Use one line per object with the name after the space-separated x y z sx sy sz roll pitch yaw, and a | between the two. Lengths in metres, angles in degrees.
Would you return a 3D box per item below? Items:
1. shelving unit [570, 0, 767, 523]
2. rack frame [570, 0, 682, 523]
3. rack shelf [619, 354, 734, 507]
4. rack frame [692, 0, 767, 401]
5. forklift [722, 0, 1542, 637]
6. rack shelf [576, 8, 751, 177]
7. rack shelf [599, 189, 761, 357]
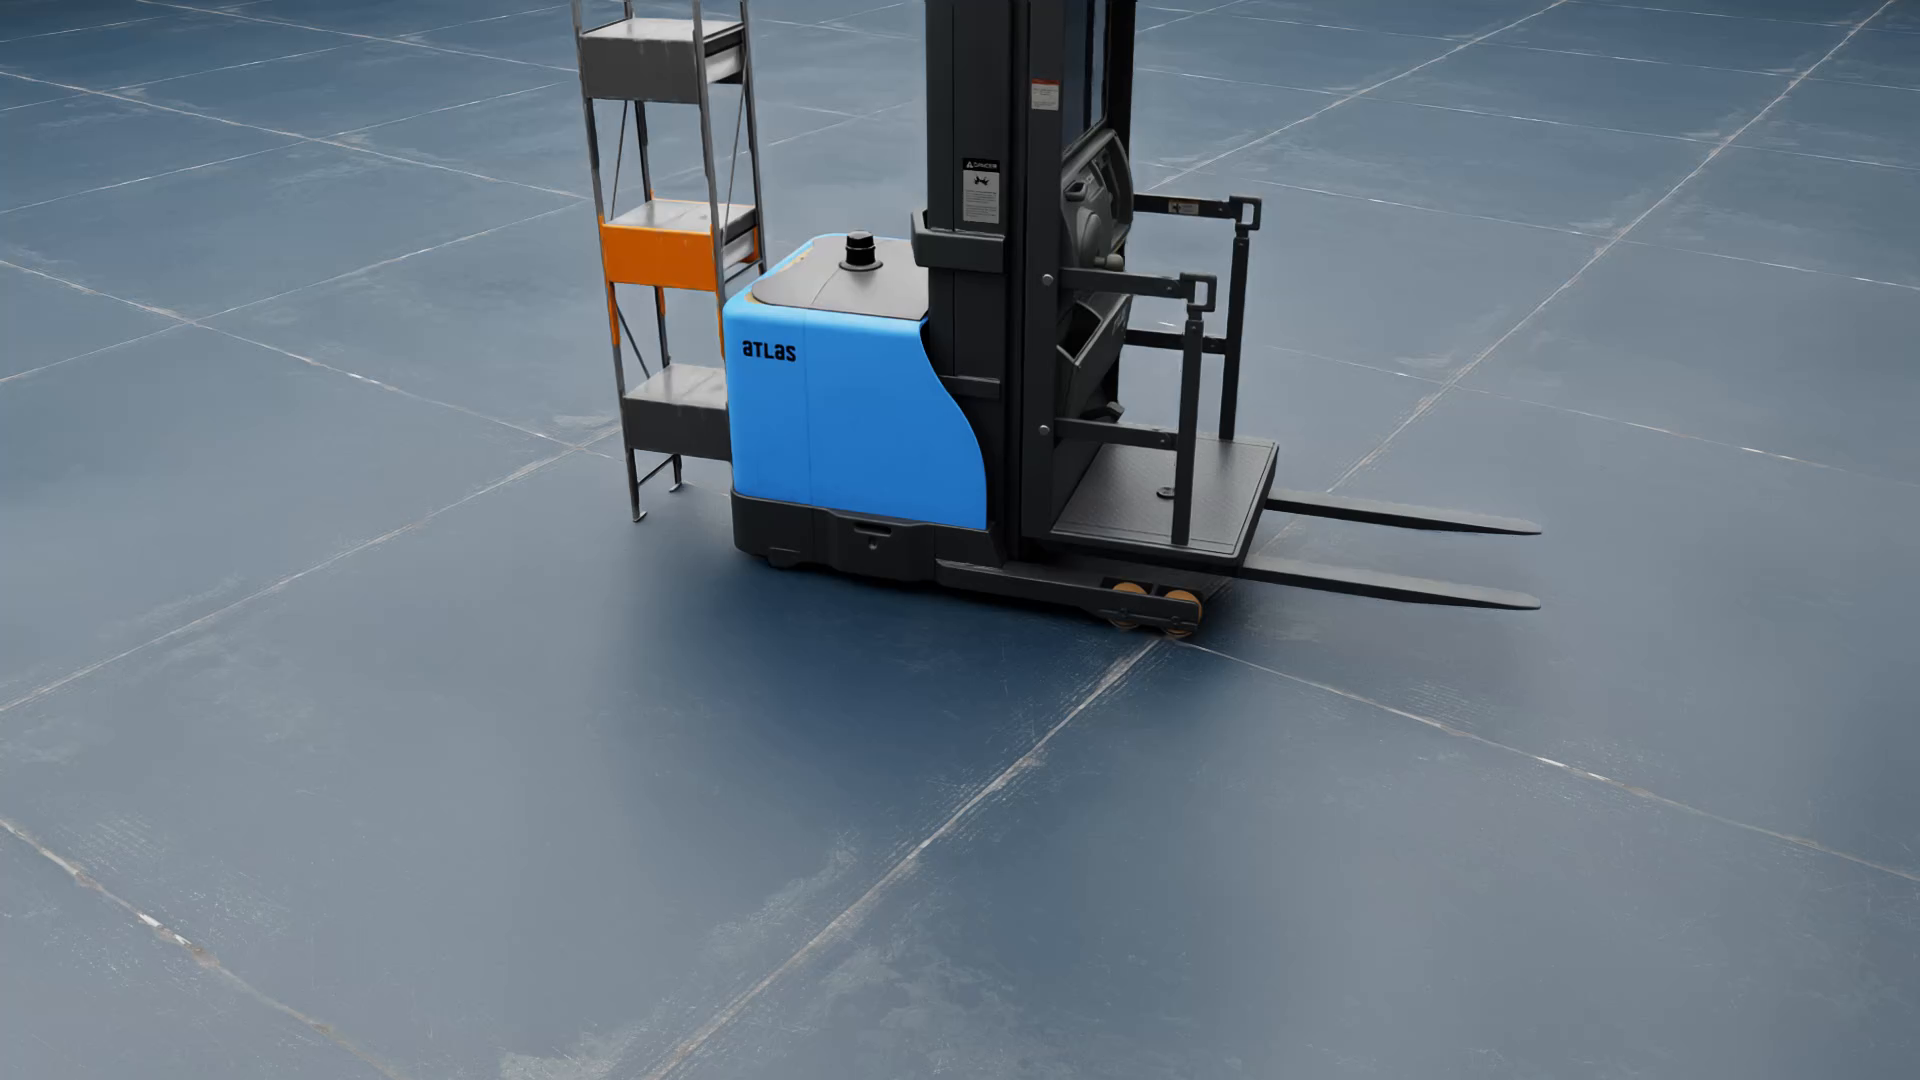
-1.072 -1.065 6.515 0.503 2.100 0.431 8 28 18 | shelving unit
-1.302 -1.097 6.590 0.015 2.100 0.400 8 28 18 | rack frame
-1.057 -0.426 6.834 0.480 0.518 0.431 8 28 18 | rack shelf
-0.842 -1.033 6.440 0.015 2.100 0.400 8 28 18 | rack frame
0.681 -1.223 5.922 3.031 2.935 1.130 8 28 16 | forklift
-1.087 -1.679 6.208 0.480 0.518 0.431 8 28 18 | rack shelf
-1.072 -1.052 6.521 0.480 0.518 0.431 8 28 18 | rack shelf
